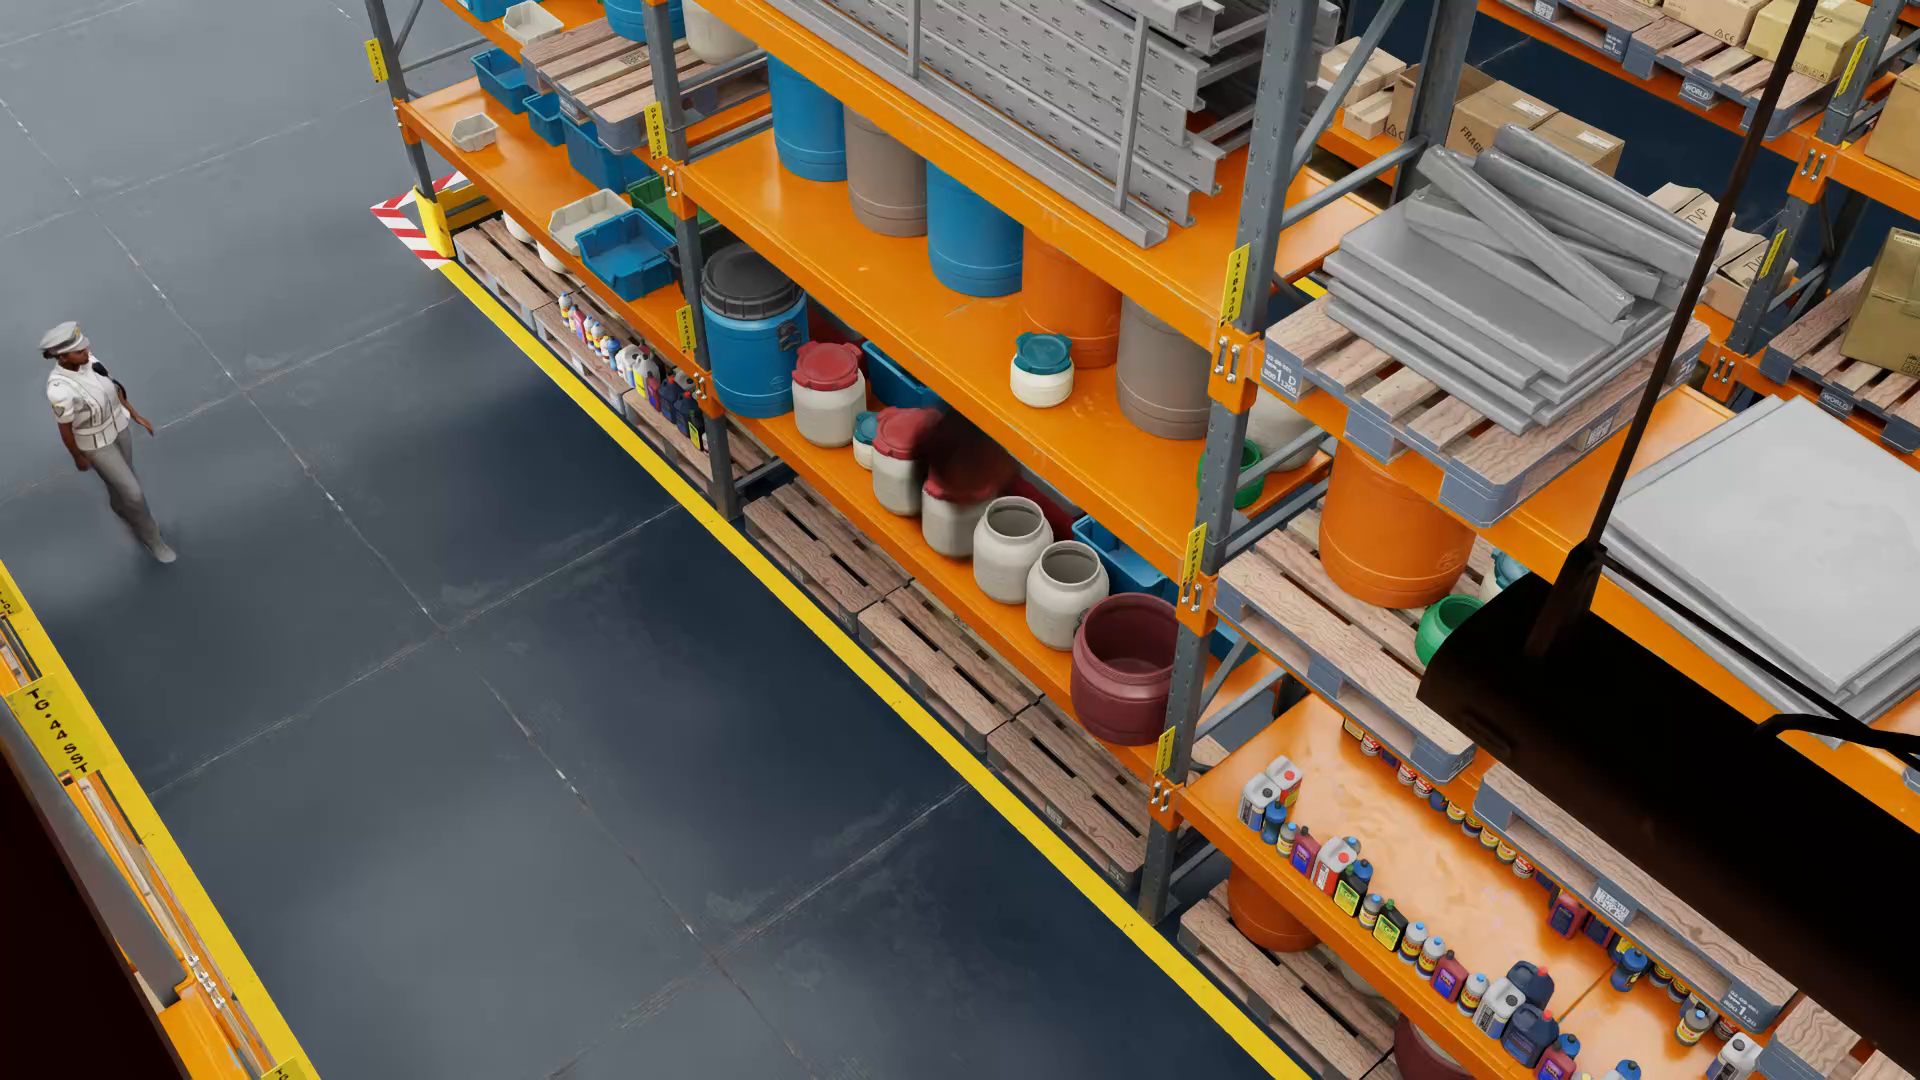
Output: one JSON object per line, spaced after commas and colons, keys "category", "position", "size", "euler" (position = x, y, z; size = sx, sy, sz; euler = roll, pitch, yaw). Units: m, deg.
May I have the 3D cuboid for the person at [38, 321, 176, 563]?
{"category": "person", "position": [-5.358, -0.624, 10.459], "size": [0.596, 1.740, 0.489], "euler": [11, 47, 10]}
